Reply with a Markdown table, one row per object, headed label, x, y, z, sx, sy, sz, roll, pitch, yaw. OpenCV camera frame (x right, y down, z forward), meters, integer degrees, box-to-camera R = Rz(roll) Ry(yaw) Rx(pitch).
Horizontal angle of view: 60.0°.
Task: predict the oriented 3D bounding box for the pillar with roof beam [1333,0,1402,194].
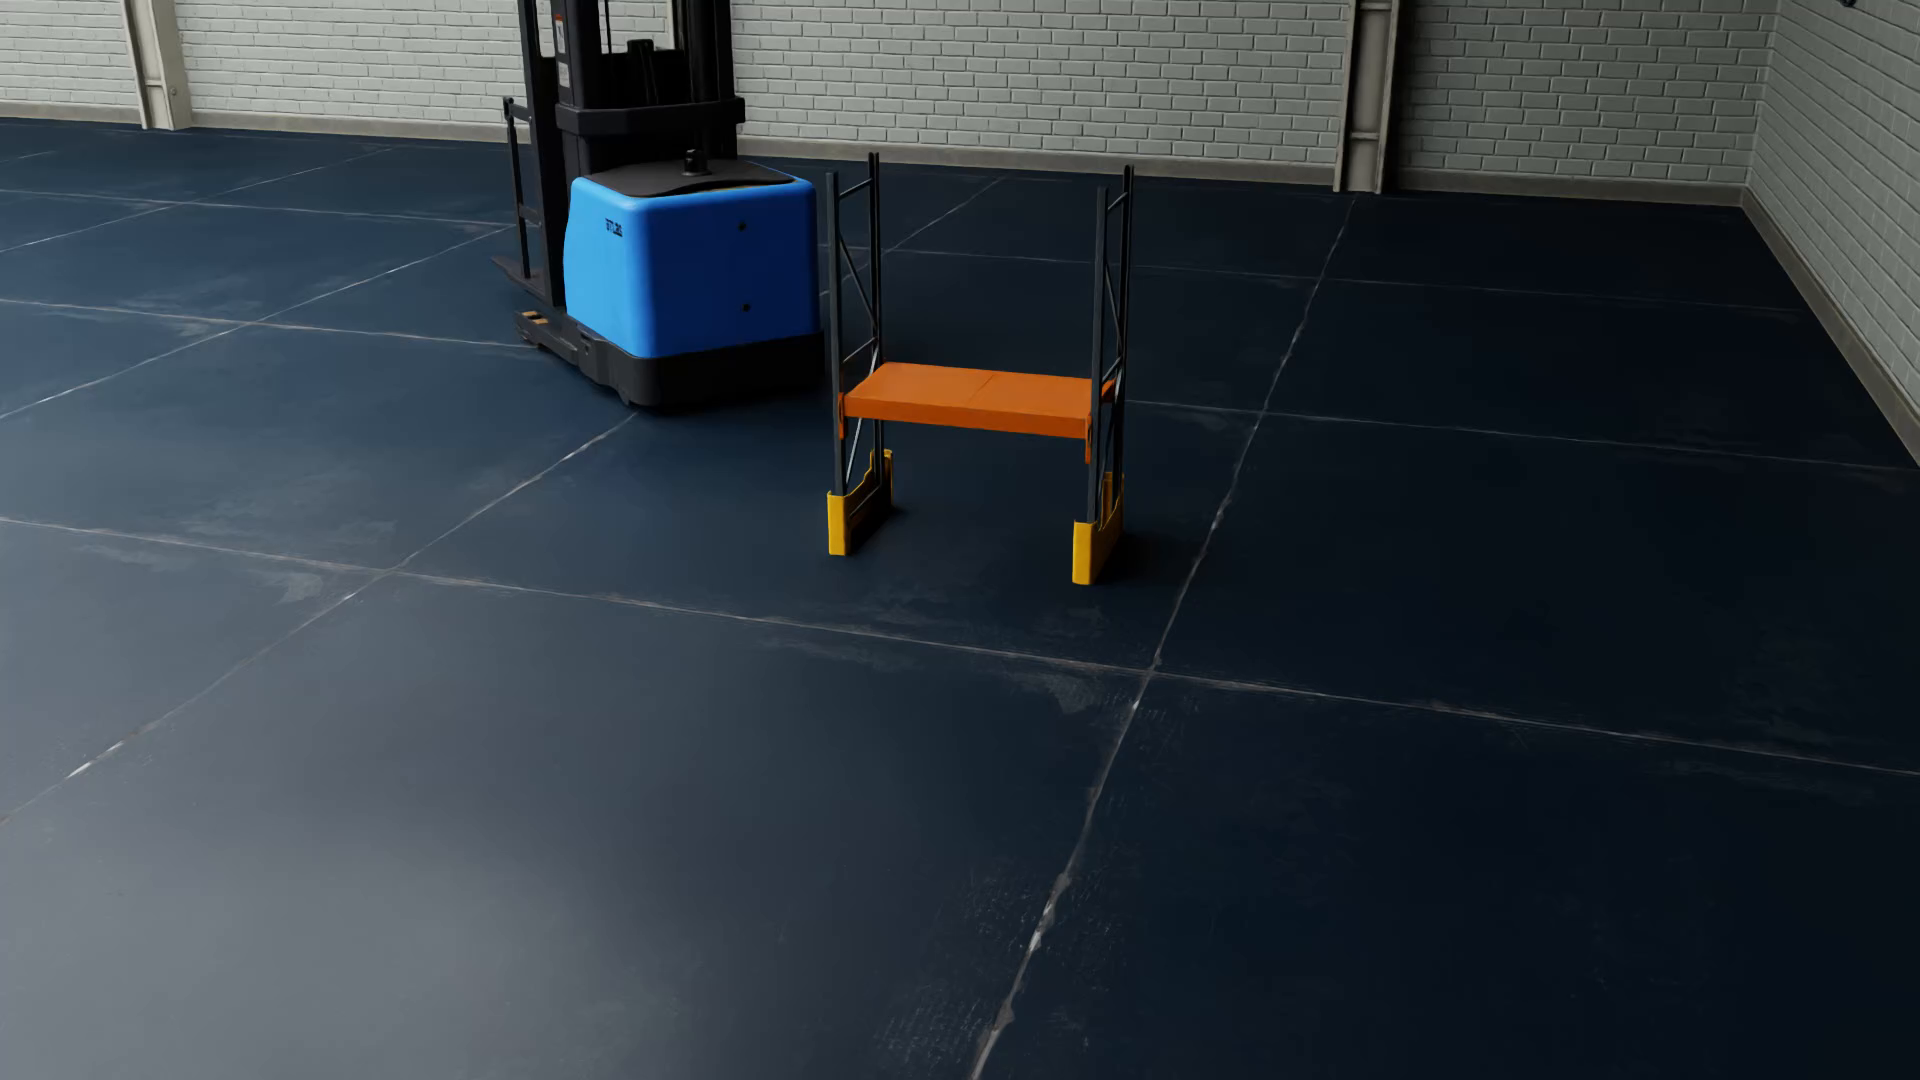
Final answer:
| label | x | y | z | sx | sy | sz | roll | pitch | yaw |
| --- | --- | --- | --- | --- | --- | --- | --- | --- | --- |
| pillar with roof beam | 2.095 | -5.534 | 8.403 | 0.400 | 9.000 | 9.100 | 7 | 23 | 16 |

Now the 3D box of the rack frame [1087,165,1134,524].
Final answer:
| label | x | y | z | sx | sy | sz | roll | pitch | yaw |
| --- | --- | --- | --- | --- | --- | --- | --- | --- | --- |
| rack frame | 0.568 | -0.629 | 6.327 | 0.032 | 1.500 | 0.500 | 7 | 23 | 16 |

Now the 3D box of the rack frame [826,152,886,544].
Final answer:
| label | x | y | z | sx | sy | sz | roll | pitch | yaw |
| --- | --- | --- | --- | --- | --- | --- | --- | --- | --- |
| rack frame | -0.405 | -0.740 | 6.598 | 0.032 | 1.500 | 0.500 | 7 | 23 | 16 |

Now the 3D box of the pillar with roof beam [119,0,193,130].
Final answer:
| label | x | y | z | sx | sy | sz | roll | pitch | yaw |
| --- | --- | --- | --- | --- | --- | --- | --- | --- | --- |
| pillar with roof beam | -9.394 | -6.849 | 11.610 | 0.400 | 9.000 | 9.100 | 7 | 23 | 16 |

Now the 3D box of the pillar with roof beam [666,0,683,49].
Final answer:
| label | x | y | z | sx | sy | sz | roll | pitch | yaw |
| --- | --- | --- | --- | --- | --- | --- | --- | --- | --- |
| pillar with roof beam | -3.650 | -6.191 | 10.006 | 0.400 | 9.000 | 9.100 | 7 | 23 | 16 |

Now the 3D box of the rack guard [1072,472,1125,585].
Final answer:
| label | x | y | z | sx | sy | sz | roll | pitch | yaw |
| --- | --- | --- | --- | --- | --- | --- | --- | --- | --- |
| rack guard | 0.550 | -0.053 | 6.569 | 0.087 | 0.250 | 0.587 | 7 | 23 | 16 |

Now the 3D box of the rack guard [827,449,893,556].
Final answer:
| label | x | y | z | sx | sy | sz | roll | pitch | yaw |
| --- | --- | --- | --- | --- | --- | --- | --- | --- | --- |
| rack guard | -0.404 | -0.162 | 6.835 | 0.087 | 0.250 | 0.587 | 7 | 23 | 16 |

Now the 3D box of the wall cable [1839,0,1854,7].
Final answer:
| label | x | y | z | sx | sy | sz | roll | pitch | yaw |
| --- | --- | --- | --- | --- | --- | --- | --- | --- | --- |
| wall cable | 5.777 | -4.858 | 10.847 | 0.112 | 2.526 | 3.097 | 7 | 23 | 16 |

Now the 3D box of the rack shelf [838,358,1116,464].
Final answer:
| label | x | y | z | sx | sy | sz | roll | pitch | yaw |
| --- | --- | --- | --- | --- | --- | --- | --- | --- | --- |
| rack shelf | 0.082 | -0.518 | 6.531 | 1.000 | 0.185 | 0.538 | 7 | 23 | 16 |

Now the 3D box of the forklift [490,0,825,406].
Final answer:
| label | x | y | z | sx | sy | sz | roll | pitch | yaw |
| --- | --- | --- | --- | --- | --- | --- | --- | --- | --- |
| forklift | -1.907 | -2.528 | 9.072 | 1.130 | 2.935 | 3.031 | -13 | 26 | -29 |

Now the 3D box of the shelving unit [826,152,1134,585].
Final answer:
| label | x | y | z | sx | sy | sz | roll | pitch | yaw |
| --- | --- | --- | --- | --- | --- | --- | --- | --- | --- |
| shelving unit | 0.073 | -0.686 | 6.465 | 1.083 | 1.500 | 0.587 | 7 | 23 | 16 |
